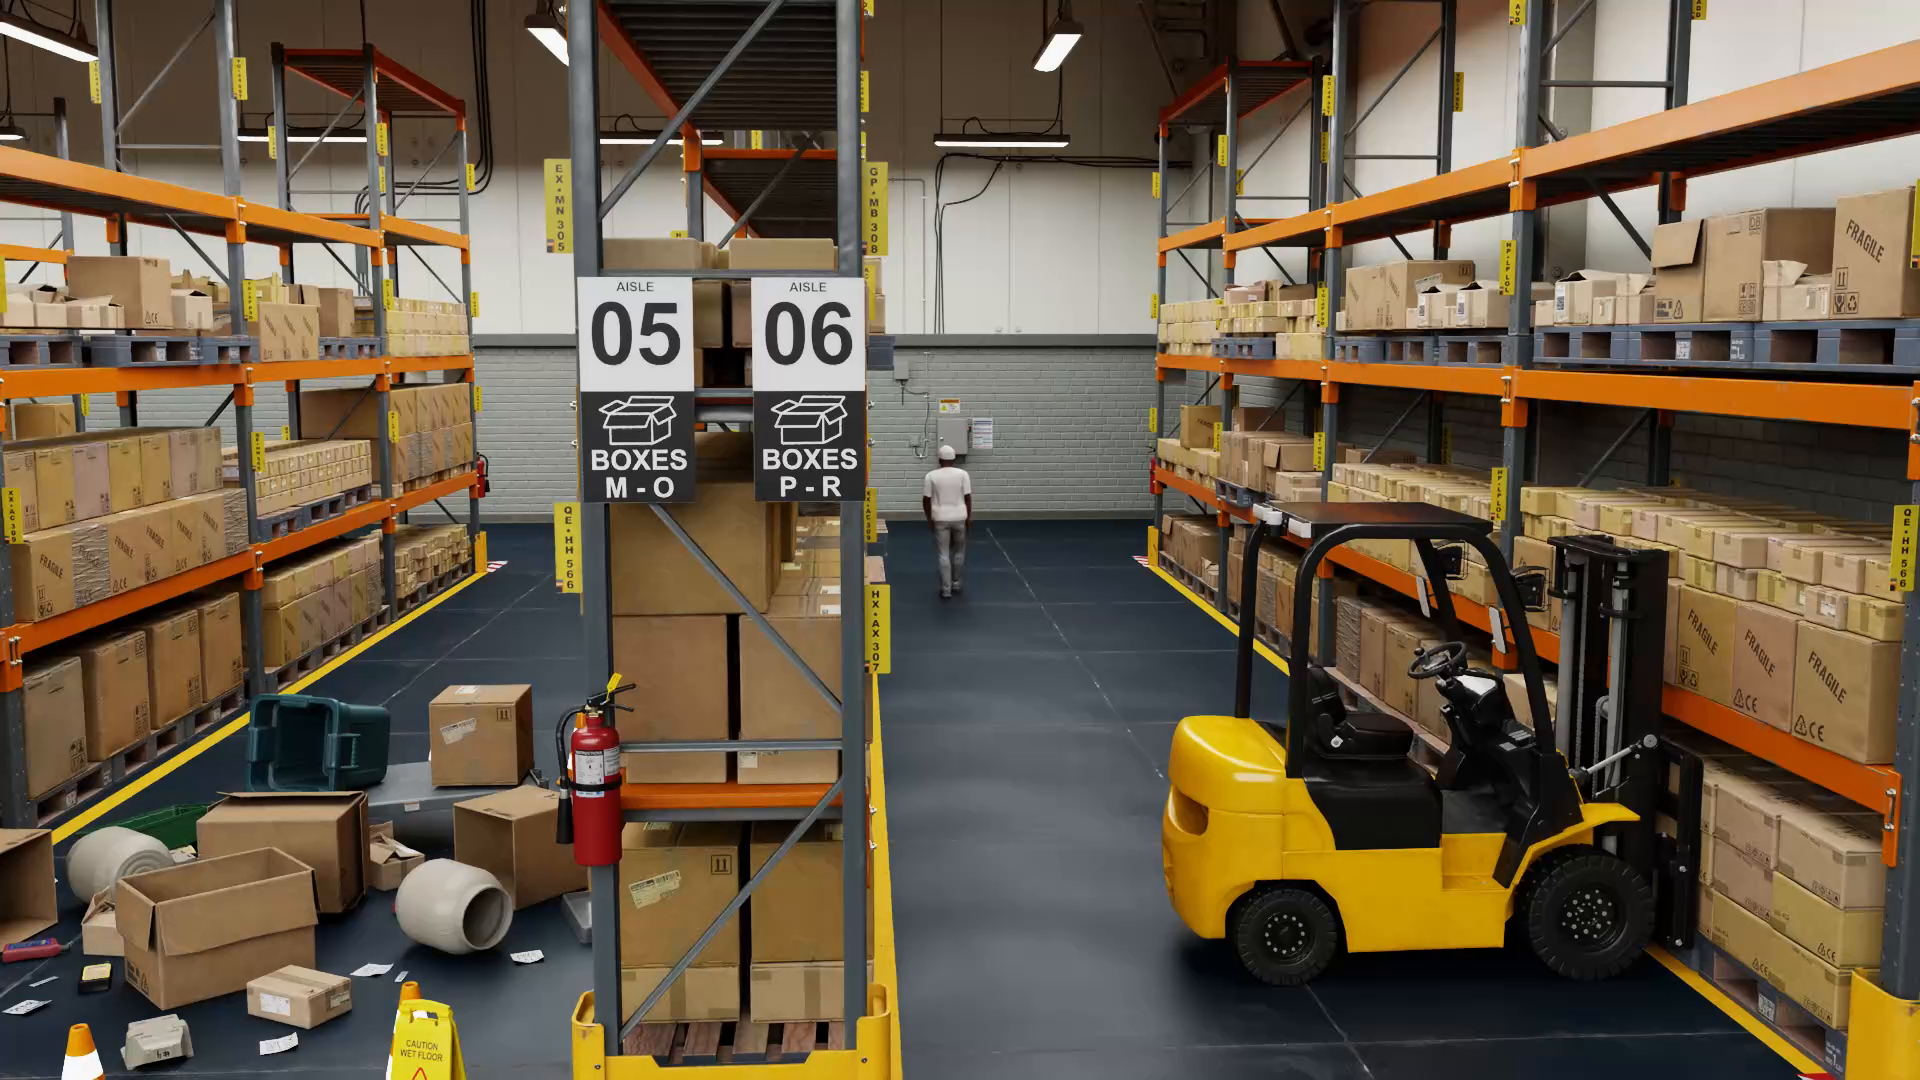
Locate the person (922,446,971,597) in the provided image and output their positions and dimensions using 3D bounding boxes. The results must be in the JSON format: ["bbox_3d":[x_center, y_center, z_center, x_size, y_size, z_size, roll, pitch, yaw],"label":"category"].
[{"bbox_3d":[-0.163,-0.244,19.614,0.572,1.741,0.834,-1,7,-6],"label":"person"}]
